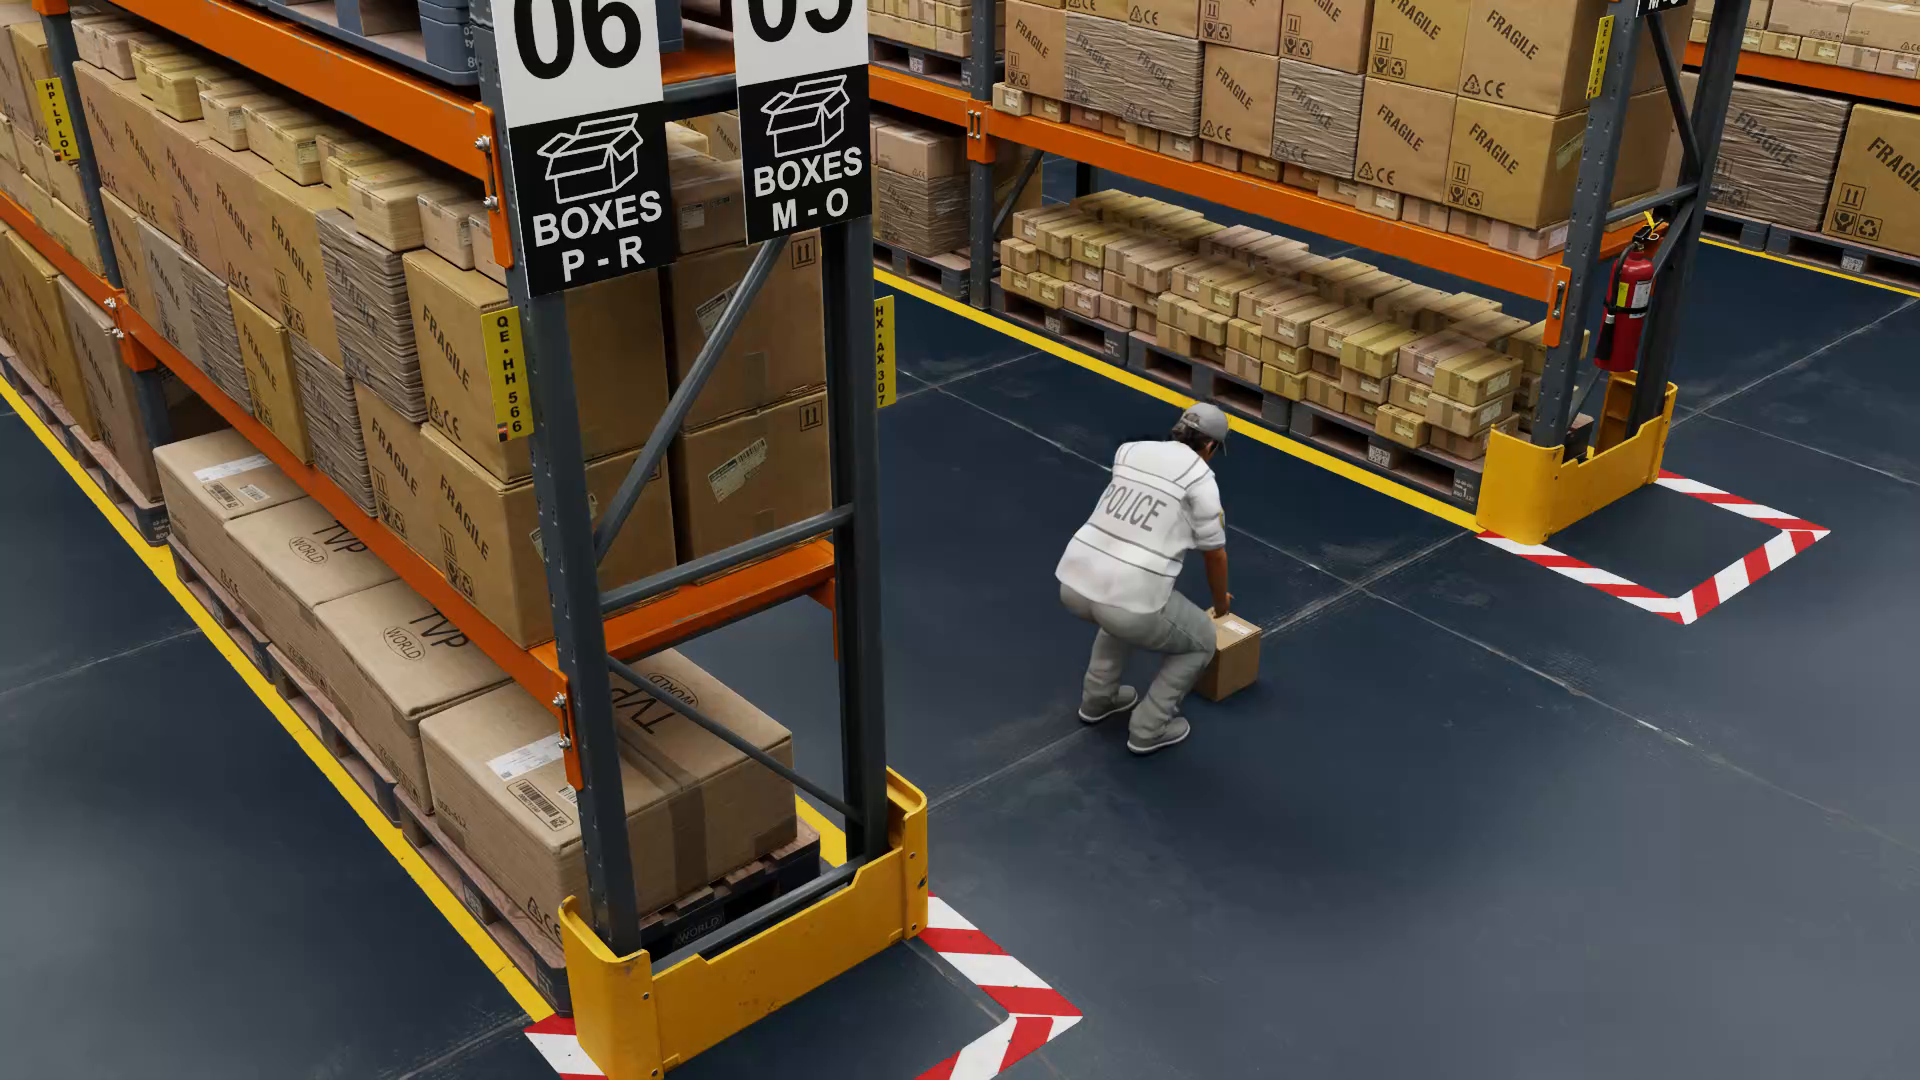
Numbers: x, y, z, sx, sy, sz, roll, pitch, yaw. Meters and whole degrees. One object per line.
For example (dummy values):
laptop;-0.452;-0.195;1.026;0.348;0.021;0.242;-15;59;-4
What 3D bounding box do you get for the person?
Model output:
person;0.708;0.140;6.292;0.786;1.265;0.540;-22;35;-35
